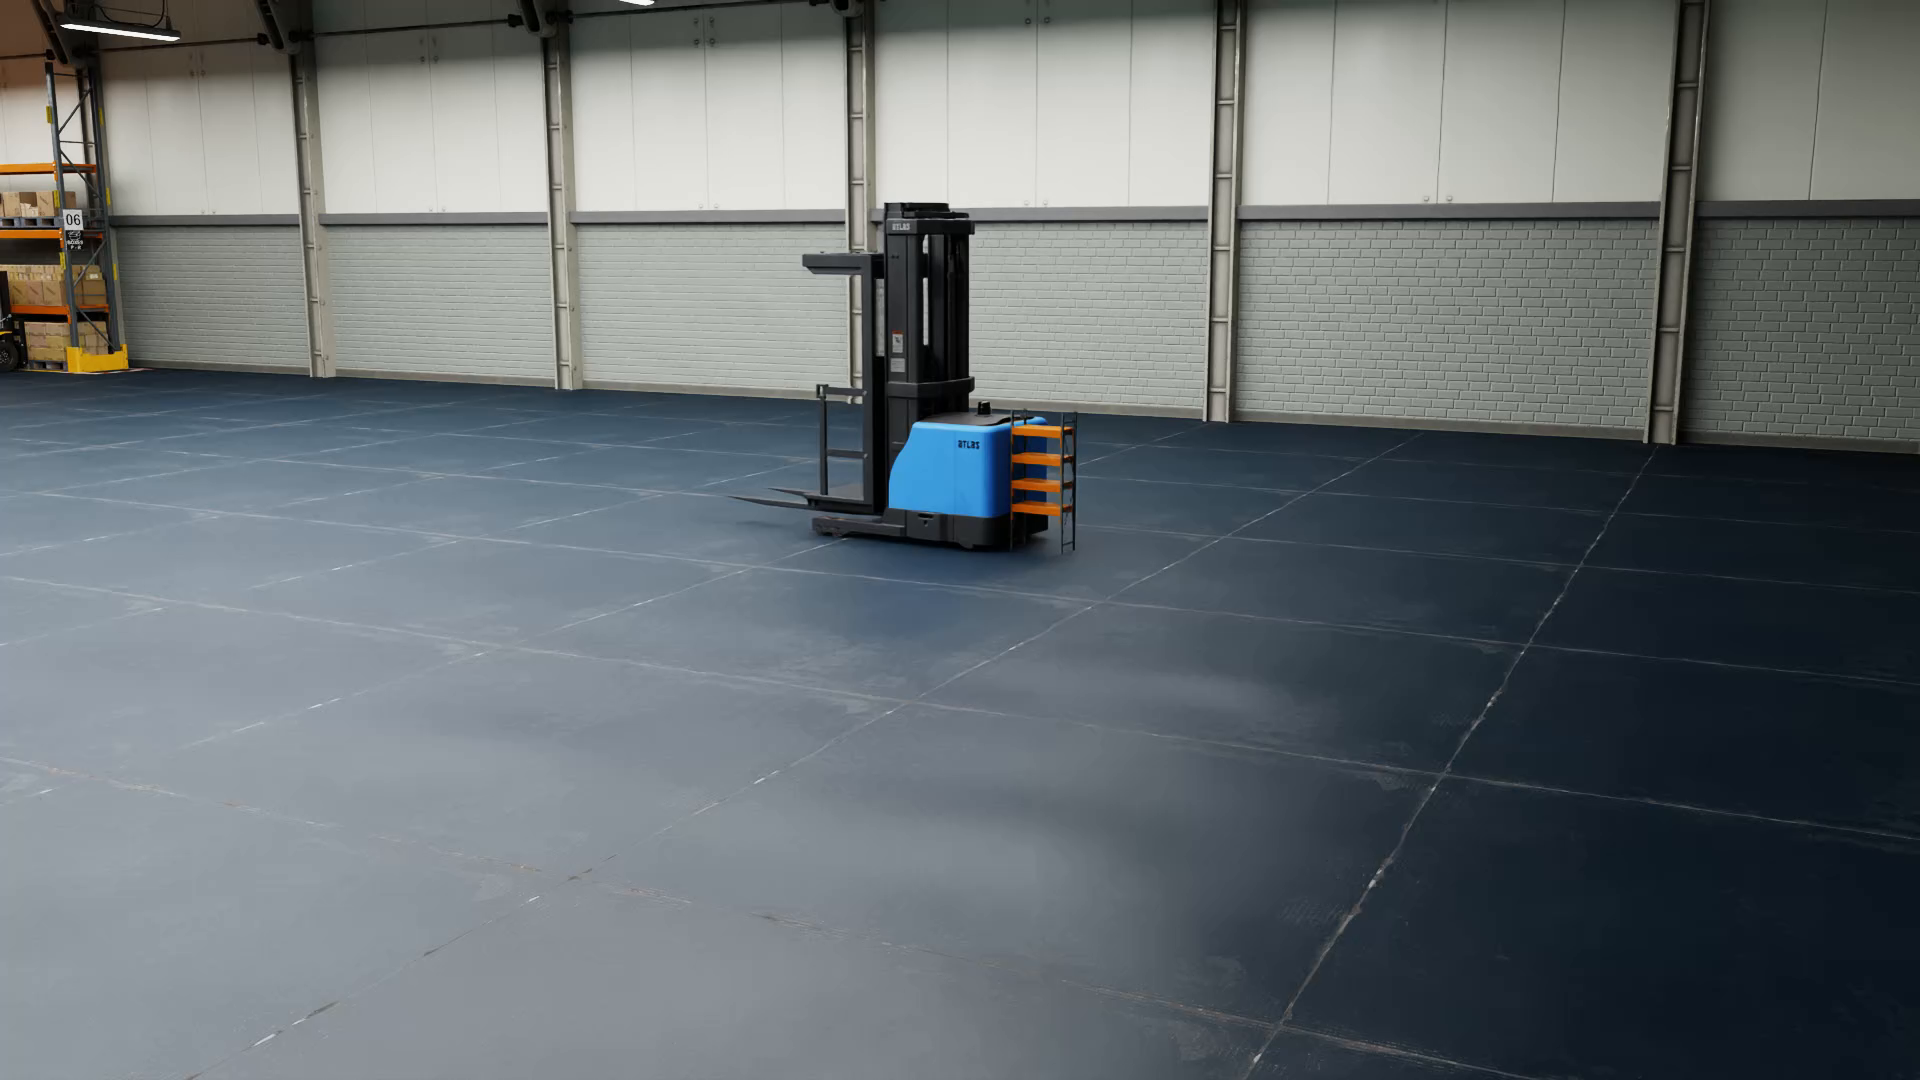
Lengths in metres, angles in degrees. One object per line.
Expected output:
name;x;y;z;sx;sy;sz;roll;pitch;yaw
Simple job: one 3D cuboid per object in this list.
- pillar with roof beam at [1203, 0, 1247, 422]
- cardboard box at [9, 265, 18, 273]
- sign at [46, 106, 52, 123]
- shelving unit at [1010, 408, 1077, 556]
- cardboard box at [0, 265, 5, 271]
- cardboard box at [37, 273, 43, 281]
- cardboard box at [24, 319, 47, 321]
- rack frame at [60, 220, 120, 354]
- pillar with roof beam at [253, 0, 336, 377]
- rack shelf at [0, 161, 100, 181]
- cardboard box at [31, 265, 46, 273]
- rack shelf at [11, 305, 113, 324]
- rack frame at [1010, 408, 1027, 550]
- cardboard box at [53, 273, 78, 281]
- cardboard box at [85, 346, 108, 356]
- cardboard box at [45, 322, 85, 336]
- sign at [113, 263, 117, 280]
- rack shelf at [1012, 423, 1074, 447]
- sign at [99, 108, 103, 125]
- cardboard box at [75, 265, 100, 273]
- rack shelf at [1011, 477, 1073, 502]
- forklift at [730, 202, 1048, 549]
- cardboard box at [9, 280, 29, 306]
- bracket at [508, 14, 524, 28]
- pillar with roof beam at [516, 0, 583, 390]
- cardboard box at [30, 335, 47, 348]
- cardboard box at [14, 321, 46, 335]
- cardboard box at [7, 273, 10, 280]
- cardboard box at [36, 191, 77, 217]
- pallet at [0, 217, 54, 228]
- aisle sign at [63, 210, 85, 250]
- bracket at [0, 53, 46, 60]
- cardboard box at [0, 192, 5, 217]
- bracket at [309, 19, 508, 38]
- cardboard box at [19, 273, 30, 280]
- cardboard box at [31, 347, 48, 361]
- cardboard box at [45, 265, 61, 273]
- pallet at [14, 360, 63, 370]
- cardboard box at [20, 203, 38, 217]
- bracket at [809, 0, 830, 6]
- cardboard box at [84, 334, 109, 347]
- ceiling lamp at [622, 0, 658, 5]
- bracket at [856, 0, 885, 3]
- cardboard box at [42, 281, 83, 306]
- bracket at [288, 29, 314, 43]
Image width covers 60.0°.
pillar with roof beam;1.895;-5.492;19.809;0.400;9.000;9.100;5;11;26
cardboard box;-19.100;-5.514;33.837;0.250;0.149;0.380;5;12;27
sign;-17.750;-8.285;32.396;0.005;0.325;0.100;5;11;26
shelving unit;0.705;-0.500;14.126;0.503;1.200;0.258;6;12;32
cardboard box;-19.508;-5.572;34.157;0.250;0.149;0.380;5;11;26
cardboard box;-18.380;-5.317;33.582;0.250;0.149;0.380;5;12;27
cardboard box;-19.194;-4.455;34.659;0.500;0.250;0.500;5;11;25
rack frame;-17.497;-4.920;33.493;0.127;3.000;1.000;5;11;26
pillar with roof beam;-14.247;-6.911;27.646;0.548;9.000;9.100;5;11;26
rack shelf;-19.290;-7.479;33.930;4.000;0.370;1.077;5;11;26
cardboard box;-18.583;-5.492;33.714;0.250;0.149;0.380;5;11;26
rack shelf;-19.290;-4.724;34.428;4.000;0.370;1.077;5;11;26
rack frame;0.500;-0.524;14.255;0.015;1.200;0.240;6;12;32
cardboard box;-17.932;-5.271;33.330;0.250;0.149;0.380;5;11;27
cardboard box;-17.851;-3.844;34.087;0.500;0.250;0.500;5;11;26
cardboard box;-18.048;-4.252;33.537;0.500;0.250;0.500;5;12;28
sign;-17.246;-5.473;33.896;0.005;0.325;0.100;5;11;26
rack shelf;0.705;-0.887;14.056;0.480;0.148;0.258;6;12;32
sign;-17.246;-8.498;33.349;0.005;0.325;0.100;5;11;26
cardboard box;-17.704;-5.496;33.735;0.250;0.149;0.380;5;11;25
rack shelf;0.705;-0.434;14.138;0.480;0.148;0.258;6;12;32
forklift;-0.732;-1.540;15.011;3.031;2.935;1.130;6;12;32
cardboard box;-18.975;-5.049;33.924;0.500;0.500;0.500;5;11;25
bracket;-7.490;-8.873;28.380;0.430;0.232;0.235;5;11;26
pillar with roof beam;-8.866;-6.438;25.034;0.548;9.000;9.100;5;11;26
cardboard box;-18.517;-4.050;33.820;0.500;0.250;0.500;5;11;25
cardboard box;-18.965;-4.330;33.965;0.500;0.250;0.500;5;11;27
cardboard box;-19.277;-5.402;34.056;0.250;0.149;0.380;5;11;25
cardboard box;-18.002;-6.697;33.149;0.500;0.500;0.500;5;12;28
pallet;-19.218;-6.508;34.095;1.213;0.211;1.003;5;11;26
aisle sign;-17.568;-6.147;32.974;0.004;0.787;0.394;5;11;26
bracket;-20.562;-10.021;34.726;4.783;0.066;0.076;5;11;26
cardboard box;-19.384;-6.848;33.971;0.637;0.503;0.797;5;12;28
bracket;-9.801;-9.076;29.501;4.783;0.066;0.076;5;11;26
cardboard box;-18.857;-5.352;33.775;0.250;0.149;0.380;5;11;24
cardboard box;-18.500;-3.801;33.852;0.500;0.250;0.500;5;11;26
cardboard box;-18.146;-5.444;33.450;0.250;0.149;0.380;5;11;26
pallet;-19.291;-3.698;34.570;1.213;0.211;1.003;5;11;26
cardboard box;-18.602;-6.623;33.395;0.258;0.266;0.396;5;11;26
bracket;-2.110;-8.400;25.767;0.430;0.232;0.235;5;11;26
cardboard box;-17.827;-4.090;34.044;0.500;0.250;0.500;5;12;27
ceiling lamp;-4.555;-8.843;21.934;0.800;3.185;2.000;5;11;26
bracket;-1.365;-8.334;25.406;0.430;0.232;0.235;5;11;26
cardboard box;-18.054;-4.966;33.467;0.500;0.500;0.500;5;11;25
bracket;-12.127;-9.280;30.631;0.430;0.232;0.235;5;11;26
